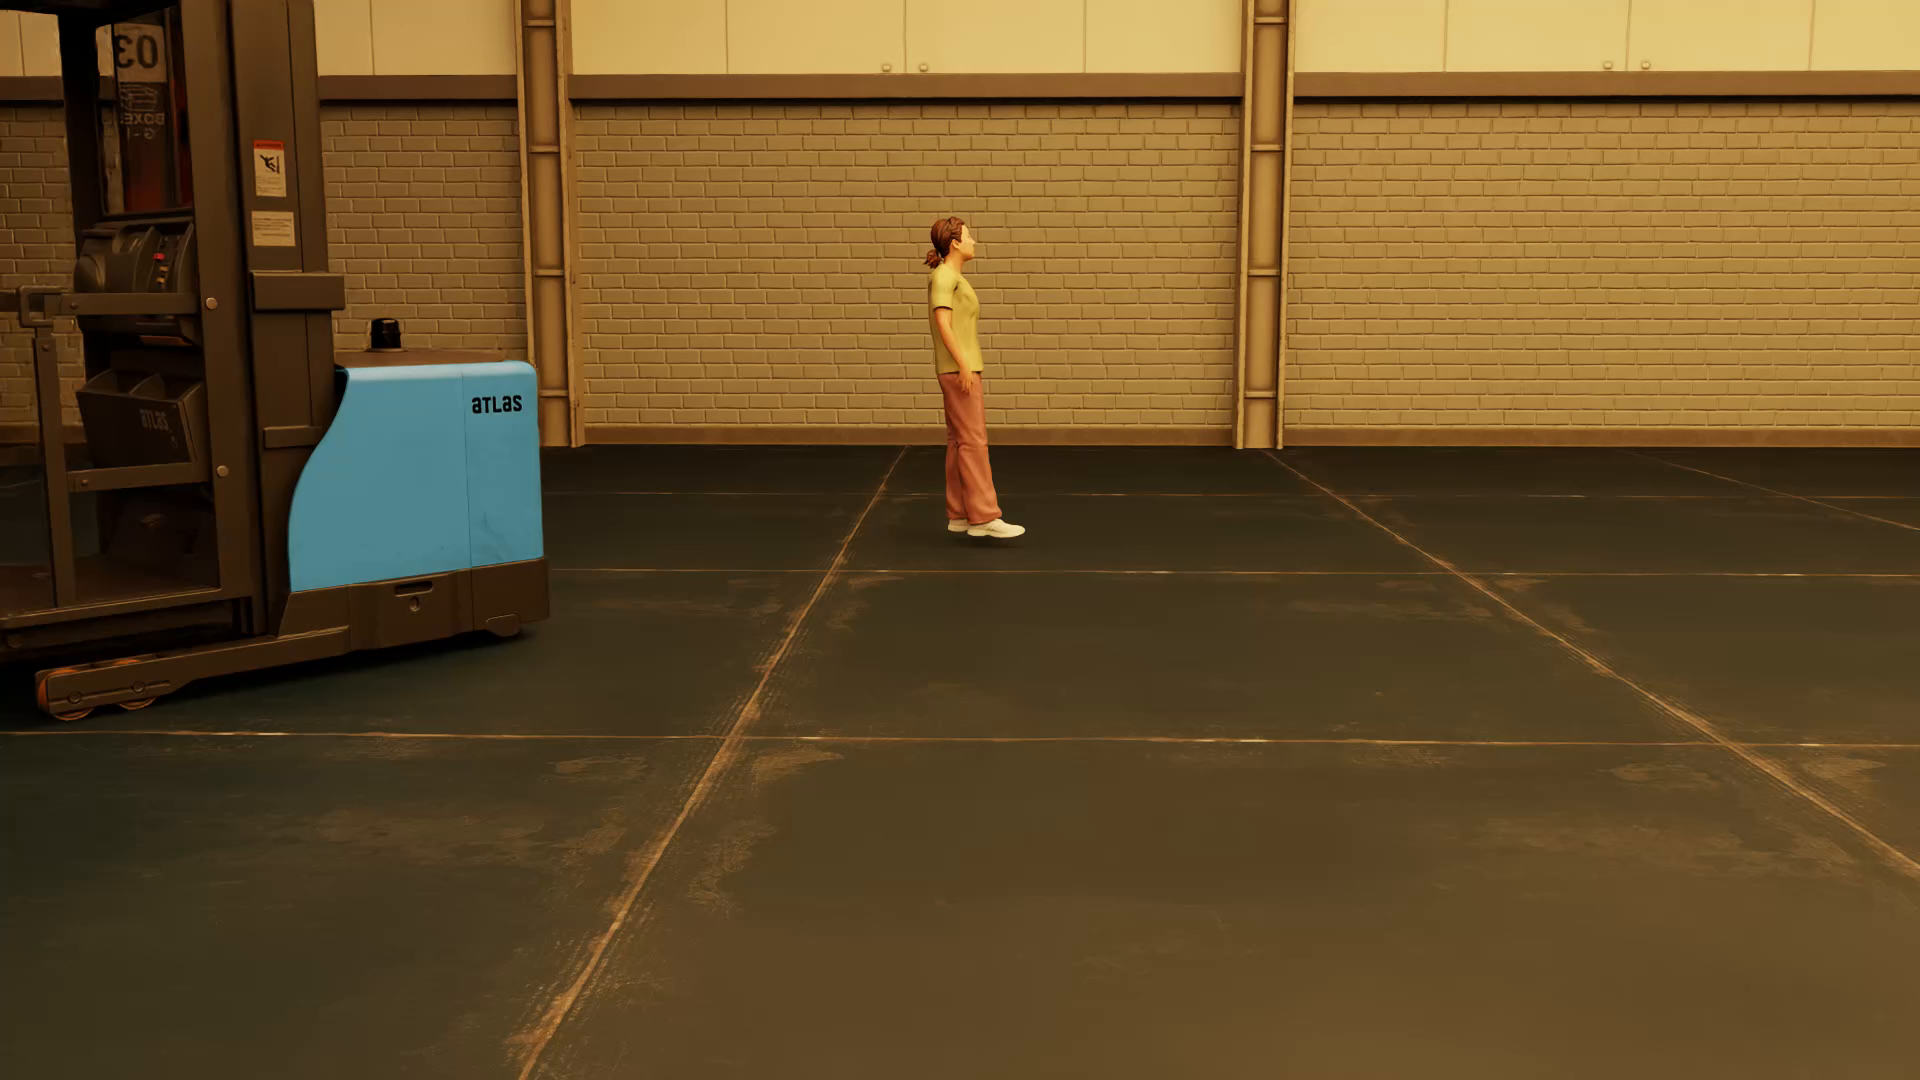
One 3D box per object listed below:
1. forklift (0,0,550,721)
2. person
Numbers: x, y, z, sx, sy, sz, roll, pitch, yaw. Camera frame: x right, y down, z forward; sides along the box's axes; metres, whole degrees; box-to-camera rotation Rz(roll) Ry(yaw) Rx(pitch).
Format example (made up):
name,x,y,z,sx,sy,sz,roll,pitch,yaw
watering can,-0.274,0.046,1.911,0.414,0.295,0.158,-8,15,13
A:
name,x,y,z,sx,sy,sz,roll,pitch,yaw
forklift,-2.995,-0.964,5.601,1.130,2.935,3.031,8,12,43
person,0.073,-0.873,8.856,0.548,1.675,0.554,0,9,1
